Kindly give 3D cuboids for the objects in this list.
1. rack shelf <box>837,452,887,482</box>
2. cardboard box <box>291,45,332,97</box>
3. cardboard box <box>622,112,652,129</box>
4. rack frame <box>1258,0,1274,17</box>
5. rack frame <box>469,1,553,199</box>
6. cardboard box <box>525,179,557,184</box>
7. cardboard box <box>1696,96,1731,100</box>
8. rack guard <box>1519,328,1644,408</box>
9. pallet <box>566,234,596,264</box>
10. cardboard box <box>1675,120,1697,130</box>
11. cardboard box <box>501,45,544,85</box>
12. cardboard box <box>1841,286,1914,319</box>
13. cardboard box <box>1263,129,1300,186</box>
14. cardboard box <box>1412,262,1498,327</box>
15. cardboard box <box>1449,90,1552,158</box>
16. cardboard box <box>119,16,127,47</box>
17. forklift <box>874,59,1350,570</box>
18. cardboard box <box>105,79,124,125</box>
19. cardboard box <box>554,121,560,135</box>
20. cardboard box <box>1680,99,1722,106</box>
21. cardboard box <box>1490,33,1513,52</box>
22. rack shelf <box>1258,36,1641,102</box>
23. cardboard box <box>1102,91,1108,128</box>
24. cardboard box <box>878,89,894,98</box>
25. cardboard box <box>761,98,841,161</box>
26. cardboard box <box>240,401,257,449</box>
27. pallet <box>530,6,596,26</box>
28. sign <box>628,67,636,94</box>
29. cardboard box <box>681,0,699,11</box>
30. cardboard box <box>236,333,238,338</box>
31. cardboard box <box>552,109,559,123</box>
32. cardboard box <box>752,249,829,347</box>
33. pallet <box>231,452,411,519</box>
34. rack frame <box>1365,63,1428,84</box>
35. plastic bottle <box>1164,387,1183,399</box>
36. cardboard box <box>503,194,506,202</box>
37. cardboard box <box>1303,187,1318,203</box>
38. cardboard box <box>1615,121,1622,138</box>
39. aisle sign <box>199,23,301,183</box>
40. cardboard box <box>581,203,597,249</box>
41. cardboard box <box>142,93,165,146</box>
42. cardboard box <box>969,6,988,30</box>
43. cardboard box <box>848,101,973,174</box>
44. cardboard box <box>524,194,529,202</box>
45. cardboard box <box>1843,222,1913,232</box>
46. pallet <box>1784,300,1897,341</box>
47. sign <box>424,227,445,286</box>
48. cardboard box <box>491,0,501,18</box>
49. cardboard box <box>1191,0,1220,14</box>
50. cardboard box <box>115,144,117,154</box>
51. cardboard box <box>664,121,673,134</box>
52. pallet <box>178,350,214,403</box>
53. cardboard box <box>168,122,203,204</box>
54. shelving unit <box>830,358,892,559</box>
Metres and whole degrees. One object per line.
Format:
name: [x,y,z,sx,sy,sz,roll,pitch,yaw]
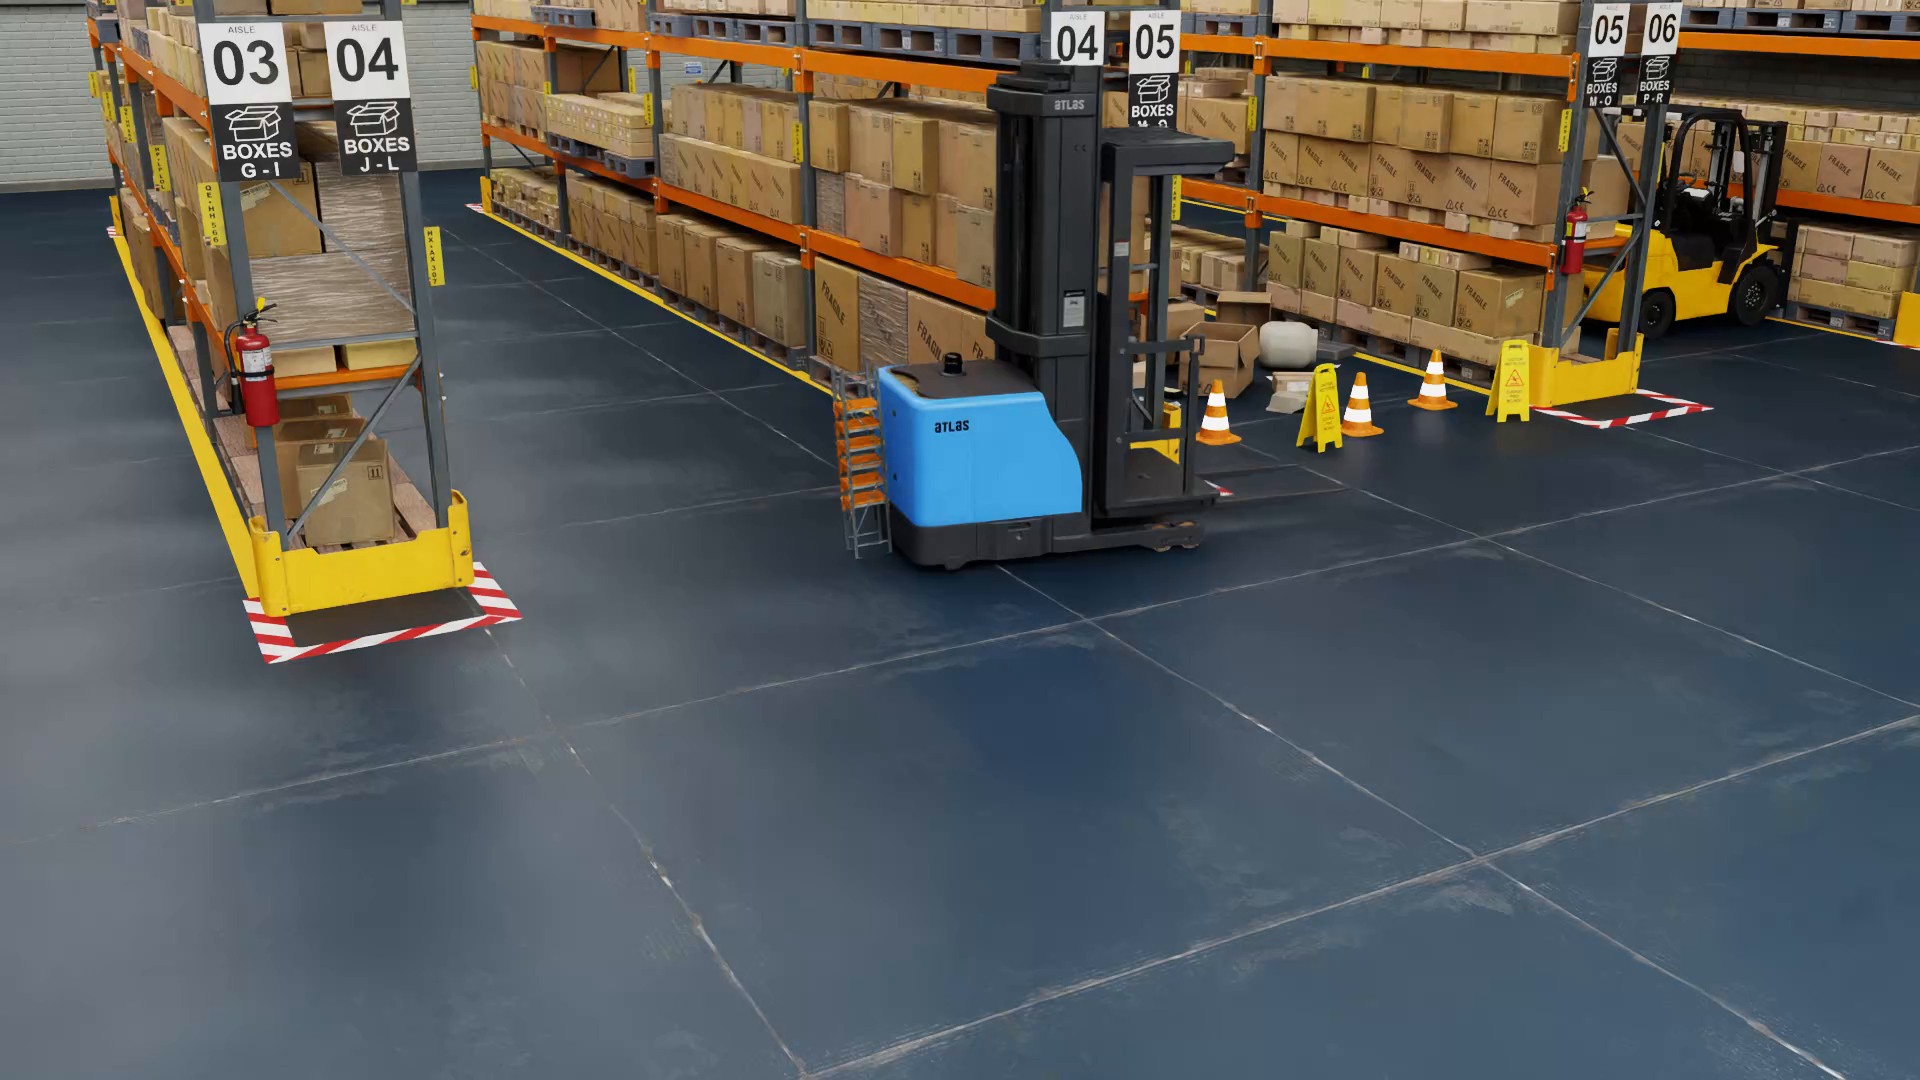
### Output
rack shelf: [-0.600,-0.451,10.210,0.258,0.103,0.180,-11,21,-19]
cardboard box: [-3.430,-2.619,9.255,0.500,0.250,0.500,-9,21,-25]
cardboard box: [-3.450,-4.560,18.078,0.380,0.149,0.250,-11,22,-29]
rack frame: [3.394,-6.613,16.001,1.000,3.000,0.127,-10,21,-27]
rack frame: [-6.613,-6.426,24.656,1.000,3.000,0.127,-10,21,-27]
cardboard box: [-5.817,-4.923,23.115,0.380,0.149,0.250,-10,21,-27]
cardboard box: [8.398,-4.844,18.468,0.380,0.149,0.250,-10,22,-27]
rack guard: [5.257,-1.469,14.123,1.175,0.500,0.348,-10,21,-27]
pallet: [-4.343,-3.737,21.136,1.003,0.211,1.213,-10,21,-27]
cardboard box: [8.005,-4.542,18.048,0.380,0.149,0.250,-9,21,-25]
cardboard box: [-5.916,-6.474,22.654,0.500,0.500,0.500,-11,22,-28]
cardboard box: [9.159,-2.384,16.512,0.500,0.250,0.500,-10,21,-26]
cardboard box: [3.357,-3.796,16.423,0.500,0.500,0.500,-10,21,-27]
cardboard box: [4.432,-2.221,14.891,0.500,0.500,0.500,-9,21,-25]
cardboard box: [4.625,-3.549,14.175,0.700,0.500,0.500,-10,21,-26]
cardboard box: [-7.228,-4.563,14.888,0.500,0.250,0.500,-10,21,-26]
forklift: [1.021,-1.468,10.393,3.031,2.935,1.130,-6,20,-17]
cardboard box: [-9.814,-5.198,19.721,0.500,0.500,0.500,-10,21,-26]
cardboard box: [-4.794,-5.095,20.539,0.380,0.149,0.250,-10,21,-26]
cardboard box: [8.015,-4.681,17.996,0.380,0.149,0.250,-9,21,-25]
cardboard box: [4.634,-4.135,13.803,0.380,0.149,0.250,-9,21,-25]
rack shelf: [4.343,-4.281,14.944,1.077,0.370,4.000,-10,21,-27]
cardboard box: [1.758,-4.998,19.265,0.500,0.500,0.500,-9,21,-24]
cardboard box: [-0.850,-6.215,23.889,0.500,0.500,0.500,-10,21,-26]
cardboard box: [-1.402,-3.790,15.331,0.700,0.500,0.500,-10,22,-28]
cardboard box: [-4.894,-0.975,12.046,0.500,0.500,0.500,-3,19,-9]
pallet: [-4.514,-6.413,20.309,1.213,0.211,1.003,-10,21,-27]
sign: [-4.227,-5.912,21.392,0.100,0.325,0.005,-10,21,-27]
cardboard box: [-2.426,-5.337,16.334,0.500,0.250,0.500,-9,21,-25]
cardboard box: [-4.133,-1.235,9.997,0.380,0.149,0.250,-10,21,-27]
cardboard box: [-4.806,-5.240,20.504,0.380,0.149,0.250,-10,22,-28]
cardboard box: [-1.289,-2.281,15.448,1.050,0.750,0.750,-10,21,-27]
pallet: [-4.394,-0.386,11.427,1.003,0.211,1.213,-10,21,-27]
rack frame: [5.861,-5.695,22.538,1.000,3.000,0.127,-10,21,-27]
plastic bottle: [1.752,-1.259,14.186,0.283,0.061,0.133,16,25,39]
cardboard box: [-6.450,-5.015,24.292,0.380,0.149,0.250,-10,21,-27]
cardboard box: [3.580,-3.382,16.220,0.380,0.149,0.250,-10,21,-27]
cardboard box: [7.745,-4.898,19.691,0.500,0.250,0.500,-10,22,-28]
aisle sign: [-3.663,-2.259,8.593,0.394,0.787,0.004,-10,21,-27]
cardboard box: [-4.343,-3.890,20.495,0.500,0.500,0.500,-9,21,-24]
cardboard box: [-7.560,-4.124,16.294,0.797,0.503,0.637,-9,21,-25]
cardboard box: [0.287,-3.567,11.360,0.380,0.149,0.250,-10,21,-26]
cardboard box: [-0.406,-3.312,13.745,0.875,0.550,0.550,-10,21,-27]
cardboard box: [-5.914,-4.860,23.389,0.380,0.149,0.250,-9,21,-24]
cardboard box: [9.358,-3.080,16.999,0.500,0.250,0.500,-10,21,-27]
pallet: [9.260,-2.294,16.955,1.003,0.211,1.213,-10,21,-27]
sign: [-2.951,-1.587,9.306,0.100,0.325,0.005,-10,21,-27]
cardboard box: [-6.123,-7.307,22.841,0.500,0.250,0.500,-11,22,-28]
cardboard box: [2.753,-5.614,17.290,0.500,0.250,0.500,-10,21,-26]
cardboard box: [-9.926,-4.678,19.975,0.380,0.149,0.250,-10,21,-26]
cardboard box: [-3.127,-4.674,18.862,0.380,0.149,0.250,-11,22,-28]
pallet: [-6.282,-1.498,14.649,1.003,0.211,1.213,-10,21,-27]
cardboard box: [-5.099,-2.591,11.399,0.500,0.500,0.500,-10,21,-27]
shelving unit: [-0.602,-0.492,10.195,0.258,1.200,0.189,-11,21,-19]
